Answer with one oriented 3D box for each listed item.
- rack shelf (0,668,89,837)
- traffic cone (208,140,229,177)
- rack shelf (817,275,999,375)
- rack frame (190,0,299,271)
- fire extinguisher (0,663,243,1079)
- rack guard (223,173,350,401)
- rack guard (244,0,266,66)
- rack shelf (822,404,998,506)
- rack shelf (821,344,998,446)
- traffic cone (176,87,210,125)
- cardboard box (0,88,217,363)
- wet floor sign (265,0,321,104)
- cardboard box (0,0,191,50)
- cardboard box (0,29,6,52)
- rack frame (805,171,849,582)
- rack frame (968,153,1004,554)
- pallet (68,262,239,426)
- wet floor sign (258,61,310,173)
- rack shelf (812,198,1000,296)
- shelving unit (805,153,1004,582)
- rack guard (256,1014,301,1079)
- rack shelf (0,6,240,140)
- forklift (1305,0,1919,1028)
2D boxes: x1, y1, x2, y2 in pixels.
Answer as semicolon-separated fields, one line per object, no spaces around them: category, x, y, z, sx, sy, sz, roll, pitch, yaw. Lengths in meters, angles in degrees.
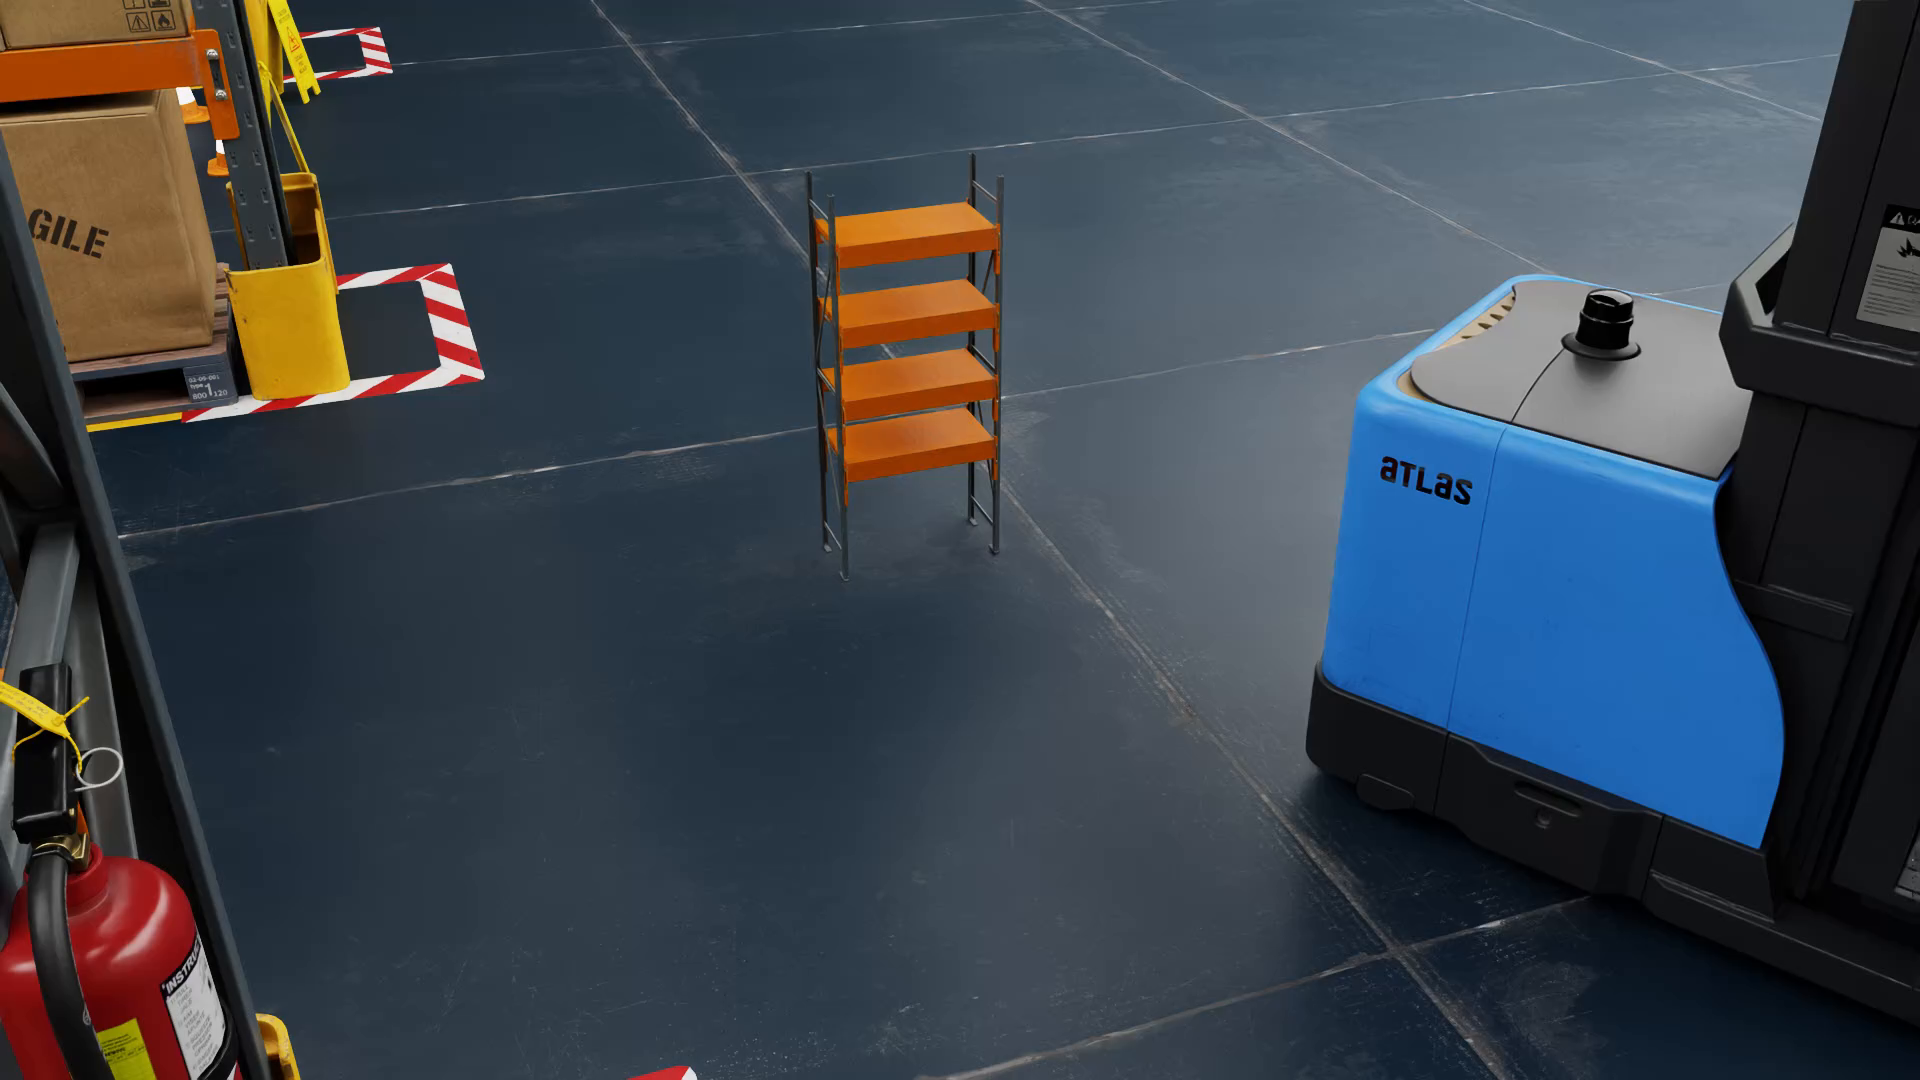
rack shelf;-2.913;0.872;1.415;4.000;0.370;1.077;-10;31;-18
traffic cone;-3.742;-2.152;8.560;0.334;0.463;0.336;-10;31;-18
rack shelf;-0.155;-0.629;4.825;0.480;0.148;0.258;-10;31;-18
rack frame;-2.673;-2.104;5.913;0.127;3.000;1.000;-10;31;-18
fire extinguisher;-0.771;0.442;1.522;0.183;0.674;0.296;-10;31;-18
rack guard;-2.651;-1.022;6.539;0.348;0.500;1.175;-10;31;-18
rack guard;-4.565;-3.284;10.509;0.348;0.500;1.175;-10;31;-18
rack shelf;-0.155;-0.262;5.034;0.480;0.148;0.258;-10;31;-18
rack shelf;-0.155;-0.434;4.936;0.480;0.148;0.258;-10;31;-18
traffic cone;-4.447;-2.608;9.360;0.334;0.463;0.336;-10;31;-18
cardboard box;-3.286;-1.216;6.076;0.875;0.875;0.875;-10;31;-17
wet floor sign;-3.943;-2.897;9.682;0.232;0.644;0.267;0;30;0
cardboard box;-3.005;-2.084;5.726;0.550;0.550;0.875;-10;31;-18
cardboard box;-3.513;-1.979;5.542;0.550;0.550;0.875;-10;31;-18
rack frame;-0.384;-0.451;4.829;0.015;1.200;0.240;-10;31;-18
rack frame;0.074;-0.535;4.977;0.015;1.200;0.240;-10;31;-18
pallet;-3.396;-0.718;6.297;1.213;0.211;1.003;-10;31;-18
wet floor sign;-3.337;-2.005;8.117;0.232;0.644;0.267;-16;33;-26
rack shelf;-0.155;-0.834;4.708;0.480;0.148;0.258;-10;31;-18
shelving unit;-0.155;-0.493;4.903;0.503;1.200;0.258;-10;31;-18
rack guard;-1.110;1.314;2.439;0.348;0.500;1.175;-10;31;-18
rack shelf;-4.548;-1.446;5.485;4.000;0.370;1.077;-10;31;-18
forklift;2.344;-0.417;3.020;3.031;2.935;1.130;21;36;32
